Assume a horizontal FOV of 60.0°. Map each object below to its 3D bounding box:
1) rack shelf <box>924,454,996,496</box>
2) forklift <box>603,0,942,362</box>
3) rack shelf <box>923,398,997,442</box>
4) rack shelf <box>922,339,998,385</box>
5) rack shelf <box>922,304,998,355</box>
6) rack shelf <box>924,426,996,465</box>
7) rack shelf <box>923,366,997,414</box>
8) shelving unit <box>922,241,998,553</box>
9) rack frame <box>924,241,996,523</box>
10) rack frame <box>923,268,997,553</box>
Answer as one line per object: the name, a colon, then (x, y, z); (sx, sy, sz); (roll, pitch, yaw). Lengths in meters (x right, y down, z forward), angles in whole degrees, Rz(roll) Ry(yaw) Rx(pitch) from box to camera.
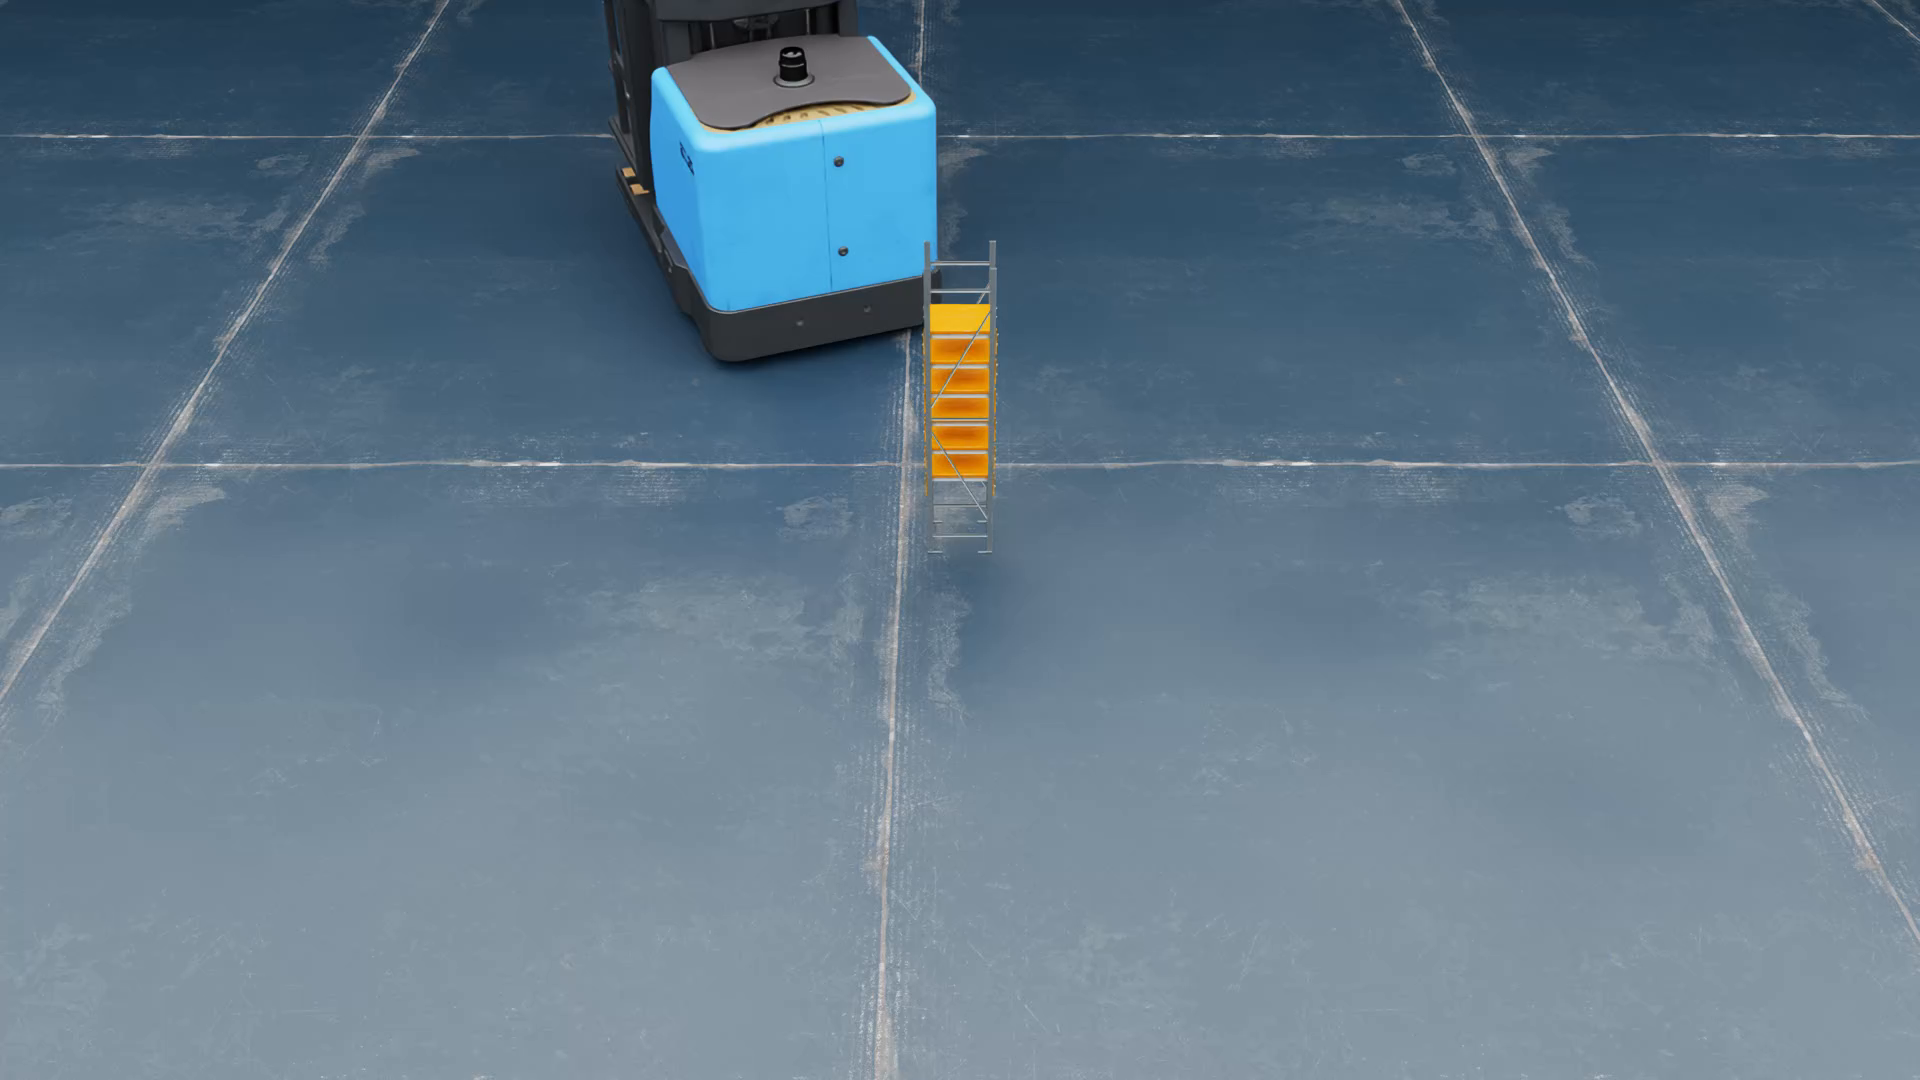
rack shelf: (0.000, -0.255, 6.064); (0.258, 0.103, 0.180); (0, 39, 0)
forklift: (-1.088, -2.829, 7.436); (1.130, 2.935, 3.031); (-14, 41, -16)
rack shelf: (0.000, -0.443, 5.914); (0.258, 0.103, 0.180); (0, 39, 0)
rack shelf: (0.000, -0.630, 5.764); (0.258, 0.103, 0.180); (0, 39, 0)
rack shelf: (0.000, -0.724, 5.689); (0.258, 0.103, 0.180); (0, 39, 0)
rack shelf: (0.000, -0.349, 5.989); (0.258, 0.103, 0.180); (0, 39, 0)
rack shelf: (0.000, -0.536, 5.839); (0.258, 0.103, 0.180); (0, 39, 0)
shelving unit: (0.000, -0.477, 5.886); (0.258, 1.200, 0.189); (0, 39, 0)
rack frame: (0.000, -0.534, 5.957); (0.240, 1.200, 0.006); (0, 39, 0)
rack frame: (0.000, -0.420, 5.815); (0.240, 1.200, 0.006); (0, 39, 0)
